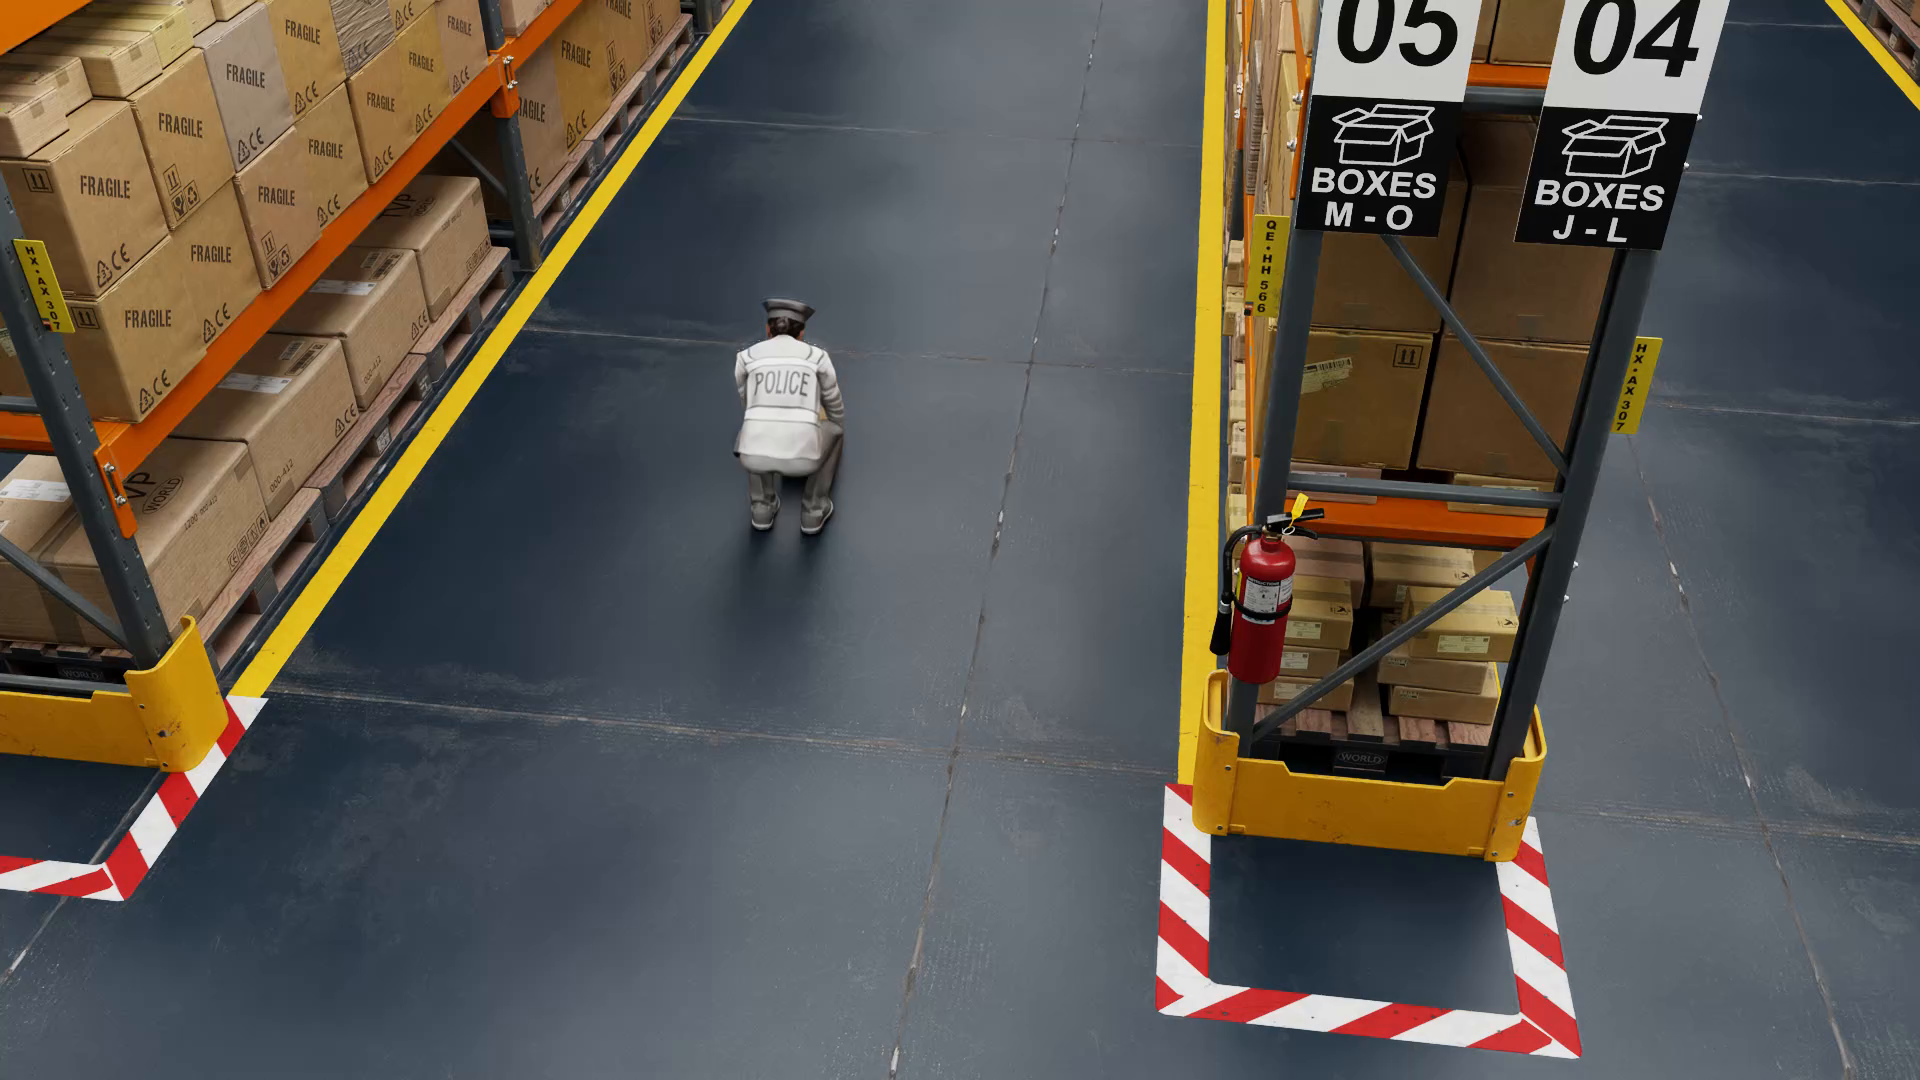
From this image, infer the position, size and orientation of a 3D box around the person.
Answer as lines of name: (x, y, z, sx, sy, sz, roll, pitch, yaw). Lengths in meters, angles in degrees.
person: (-0.787, -0.556, 7.531, 0.486, 0.928, 0.853, 4, 37, 6)
